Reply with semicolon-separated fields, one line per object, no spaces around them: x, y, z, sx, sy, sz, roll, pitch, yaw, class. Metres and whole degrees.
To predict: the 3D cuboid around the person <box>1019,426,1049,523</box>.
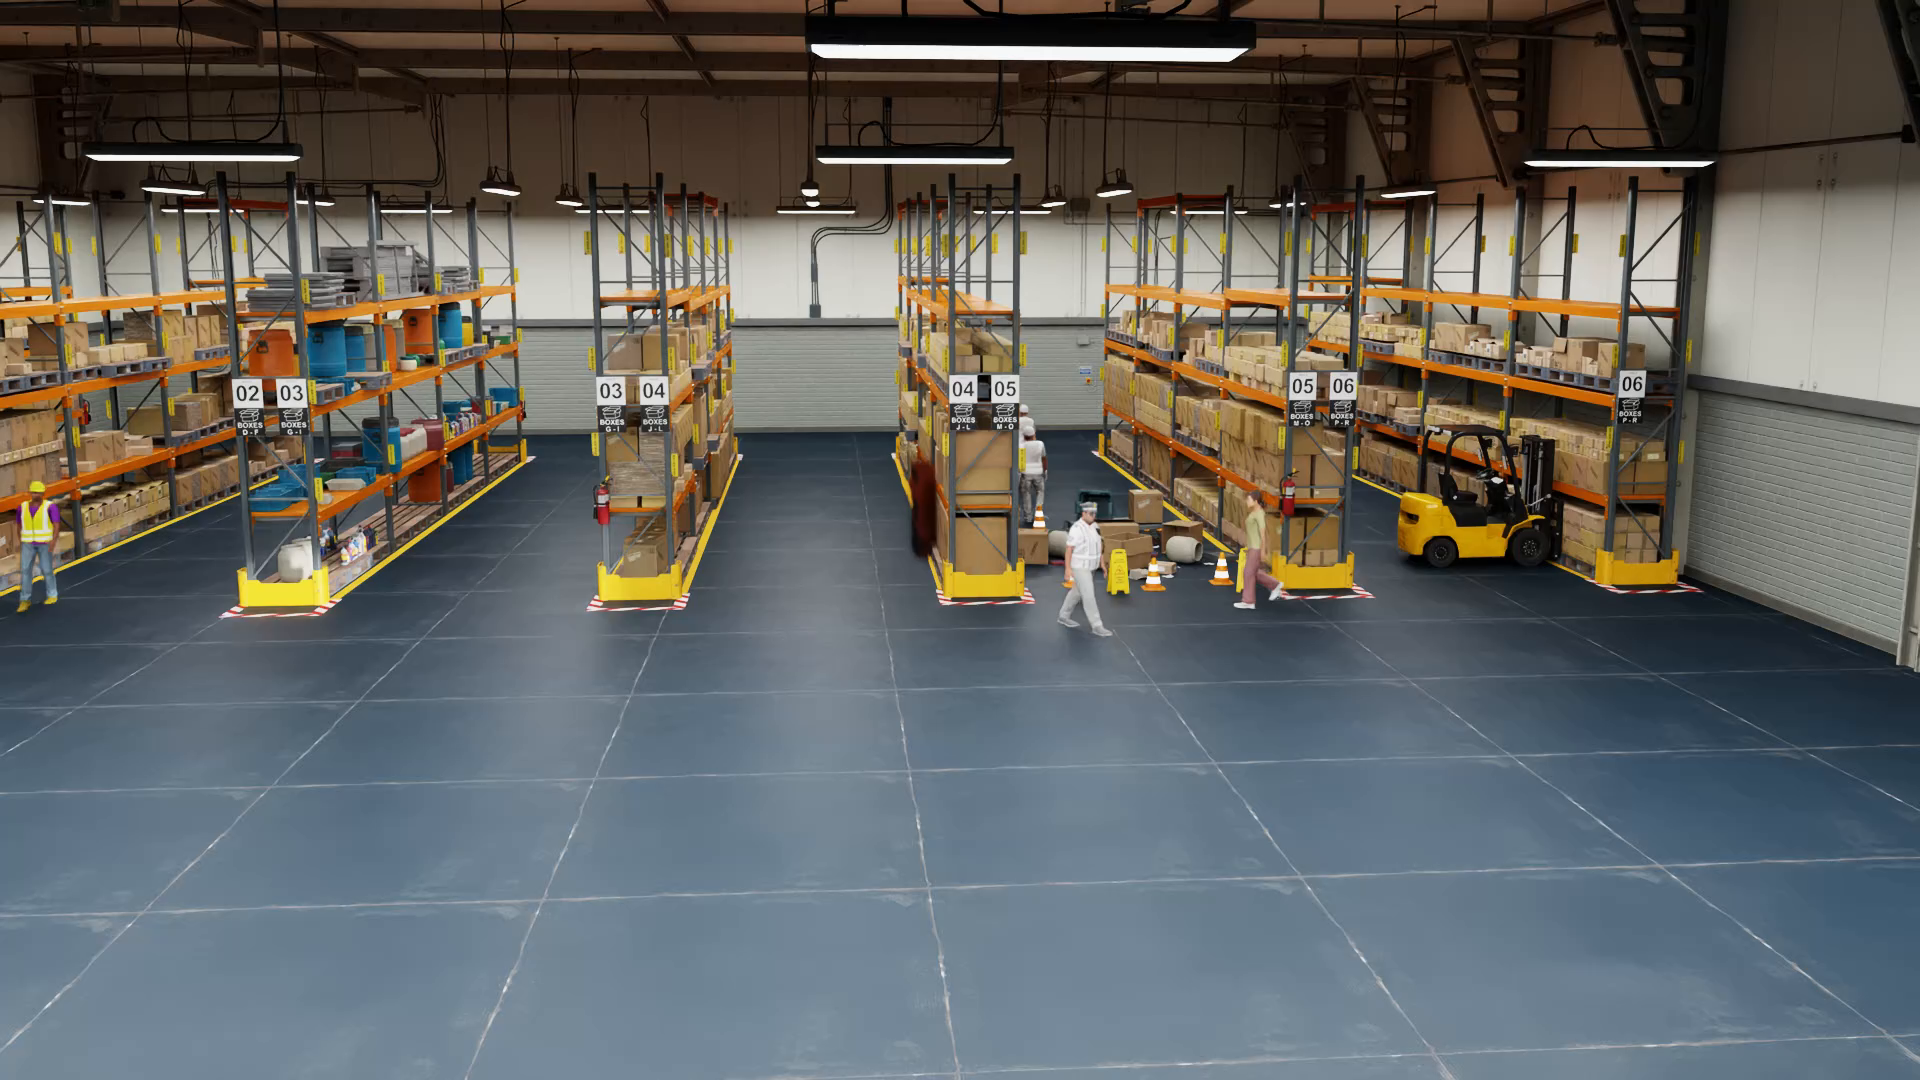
1.319;-1.189;30.341;0.587;1.769;0.520;-2;10;-11;person

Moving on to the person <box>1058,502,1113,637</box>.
1.668;0.345;21.693;0.988;1.701;0.573;6;12;32;person

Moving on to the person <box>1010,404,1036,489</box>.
1.316;-1.900;34.306;0.598;1.791;0.465;-6;12;-30;person

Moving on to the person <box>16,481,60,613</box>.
-12.930;0.085;23.256;0.590;1.768;0.759;-2;10;-13;person

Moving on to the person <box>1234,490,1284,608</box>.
4.193;0.126;23.147;0.764;1.652;0.446;-2;10;-9;person
